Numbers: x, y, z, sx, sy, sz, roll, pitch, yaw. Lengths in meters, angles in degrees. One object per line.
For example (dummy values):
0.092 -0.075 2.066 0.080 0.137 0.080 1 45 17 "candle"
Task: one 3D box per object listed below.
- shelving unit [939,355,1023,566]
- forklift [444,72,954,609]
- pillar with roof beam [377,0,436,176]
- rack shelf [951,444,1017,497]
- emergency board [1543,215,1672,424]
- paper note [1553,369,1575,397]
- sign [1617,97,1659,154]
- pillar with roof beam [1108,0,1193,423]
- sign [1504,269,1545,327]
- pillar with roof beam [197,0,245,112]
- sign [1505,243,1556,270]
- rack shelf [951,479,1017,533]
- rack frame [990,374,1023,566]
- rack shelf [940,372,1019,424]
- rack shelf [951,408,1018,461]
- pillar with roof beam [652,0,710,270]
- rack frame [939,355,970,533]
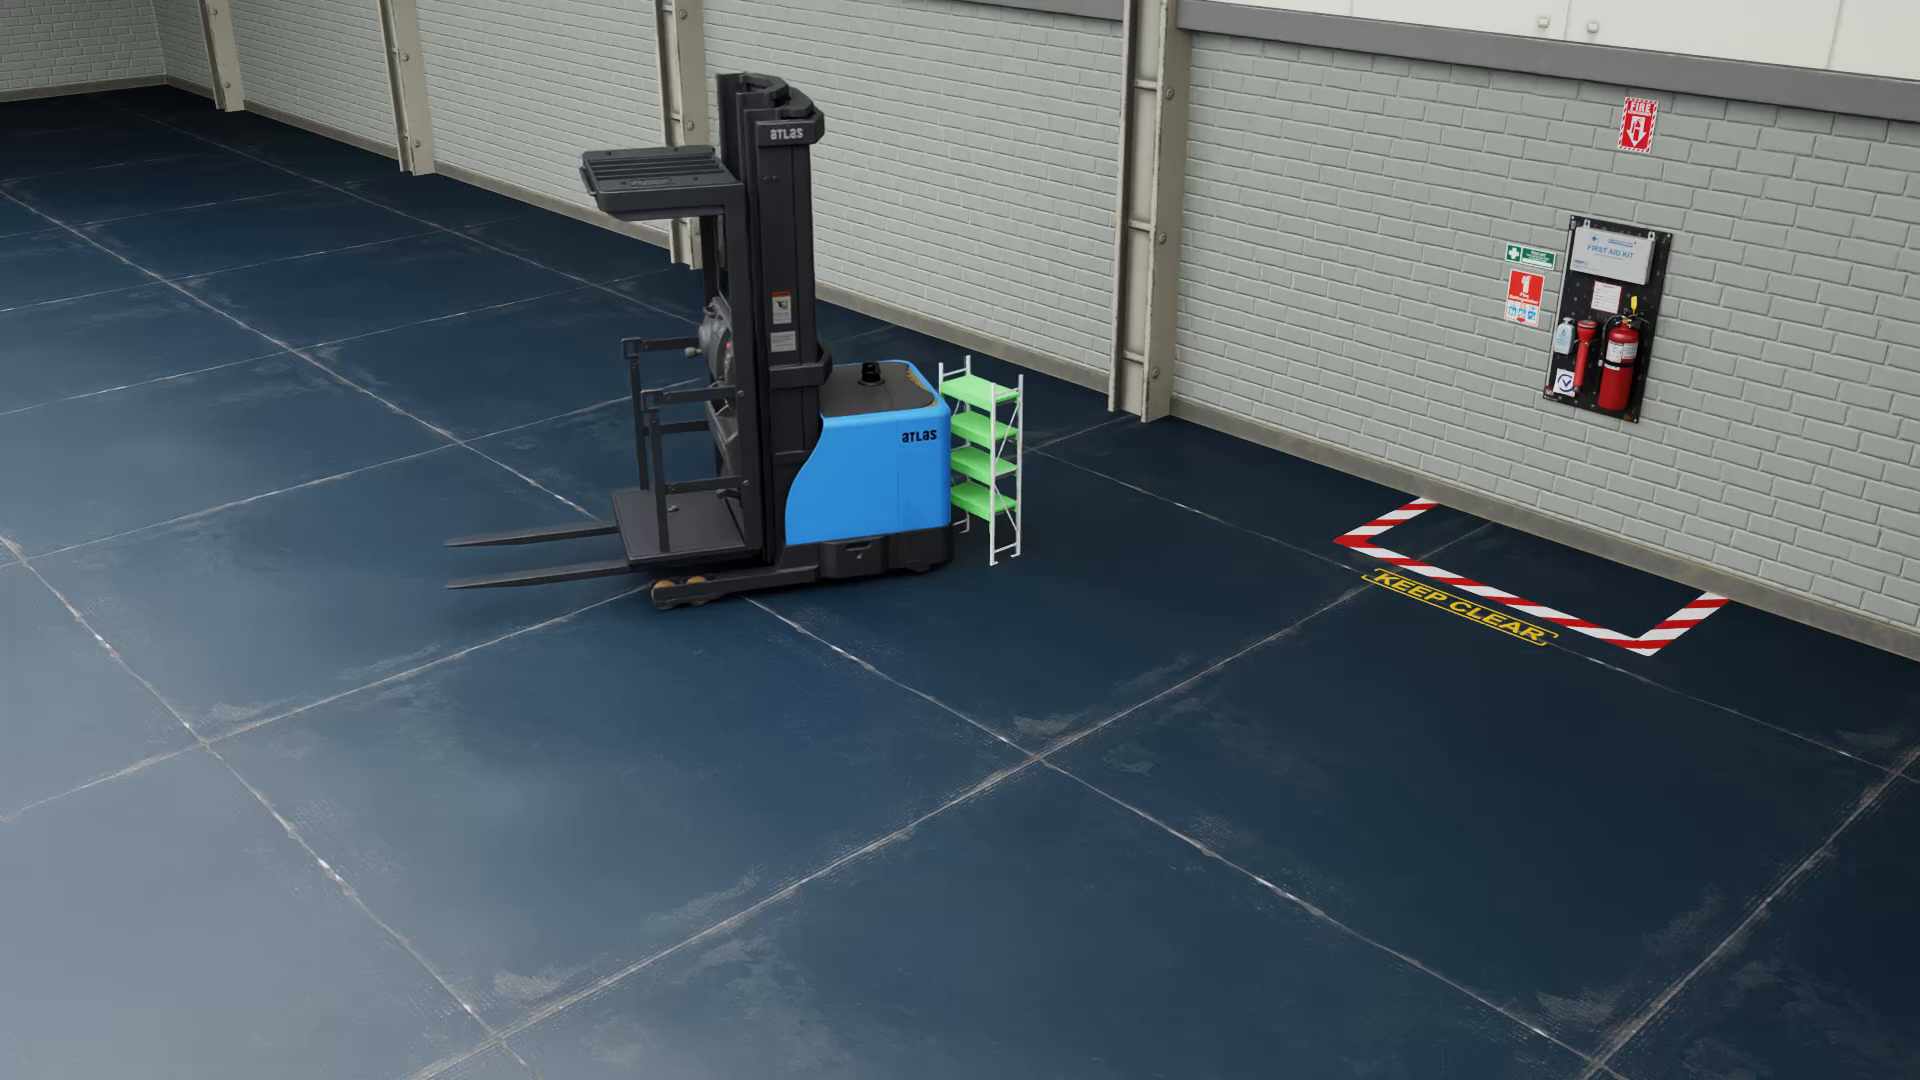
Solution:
0.126 -0.497 10.394 0.258 1.200 0.503 -20 31 -36 "shelving unit"
-1.616 -1.168 9.778 3.031 2.935 1.130 -7 25 -15 "forklift"
-9.946 -7.508 16.365 9.100 9.000 0.400 -21 32 -38 "pillar with roof beam"
0.126 -0.439 10.421 0.258 0.148 0.480 -20 31 -36 "rack shelf"
3.838 -1.306 9.998 0.194 1.169 0.643 -21 32 -38 "emergency board"
3.768 -0.978 10.341 0.016 0.148 0.142 -21 32 -38 "paper note"
3.905 -2.391 9.584 0.001 0.298 0.199 -21 32 -38 "sign"
-1.744 -3.872 8.396 9.100 9.000 0.400 -21 32 -38 "pillar with roof beam"
3.536 -1.519 10.422 0.001 0.329 0.234 -21 32 -38 "sign"
-14.047 -9.326 20.350 9.100 9.000 0.400 -21 32 -38 "pillar with roof beam"
3.532 -1.756 10.303 0.001 0.109 0.331 -21 32 -38 "sign"
0.126 -0.221 10.520 0.258 0.148 0.480 -20 31 -36 "rack shelf"
0.285 -0.420 10.225 0.240 1.200 0.015 -20 31 -36 "rack frame"
0.126 -0.876 10.221 0.258 0.148 0.480 -20 31 -36 "rack shelf"
0.126 -0.657 10.321 0.258 0.148 0.480 -20 31 -36 "rack shelf"
-5.845 -5.690 12.380 9.100 9.000 0.400 -21 32 -38 "pillar with roof beam"
-0.032 -0.574 10.563 0.240 1.200 0.015 -20 31 -36 "rack frame"
